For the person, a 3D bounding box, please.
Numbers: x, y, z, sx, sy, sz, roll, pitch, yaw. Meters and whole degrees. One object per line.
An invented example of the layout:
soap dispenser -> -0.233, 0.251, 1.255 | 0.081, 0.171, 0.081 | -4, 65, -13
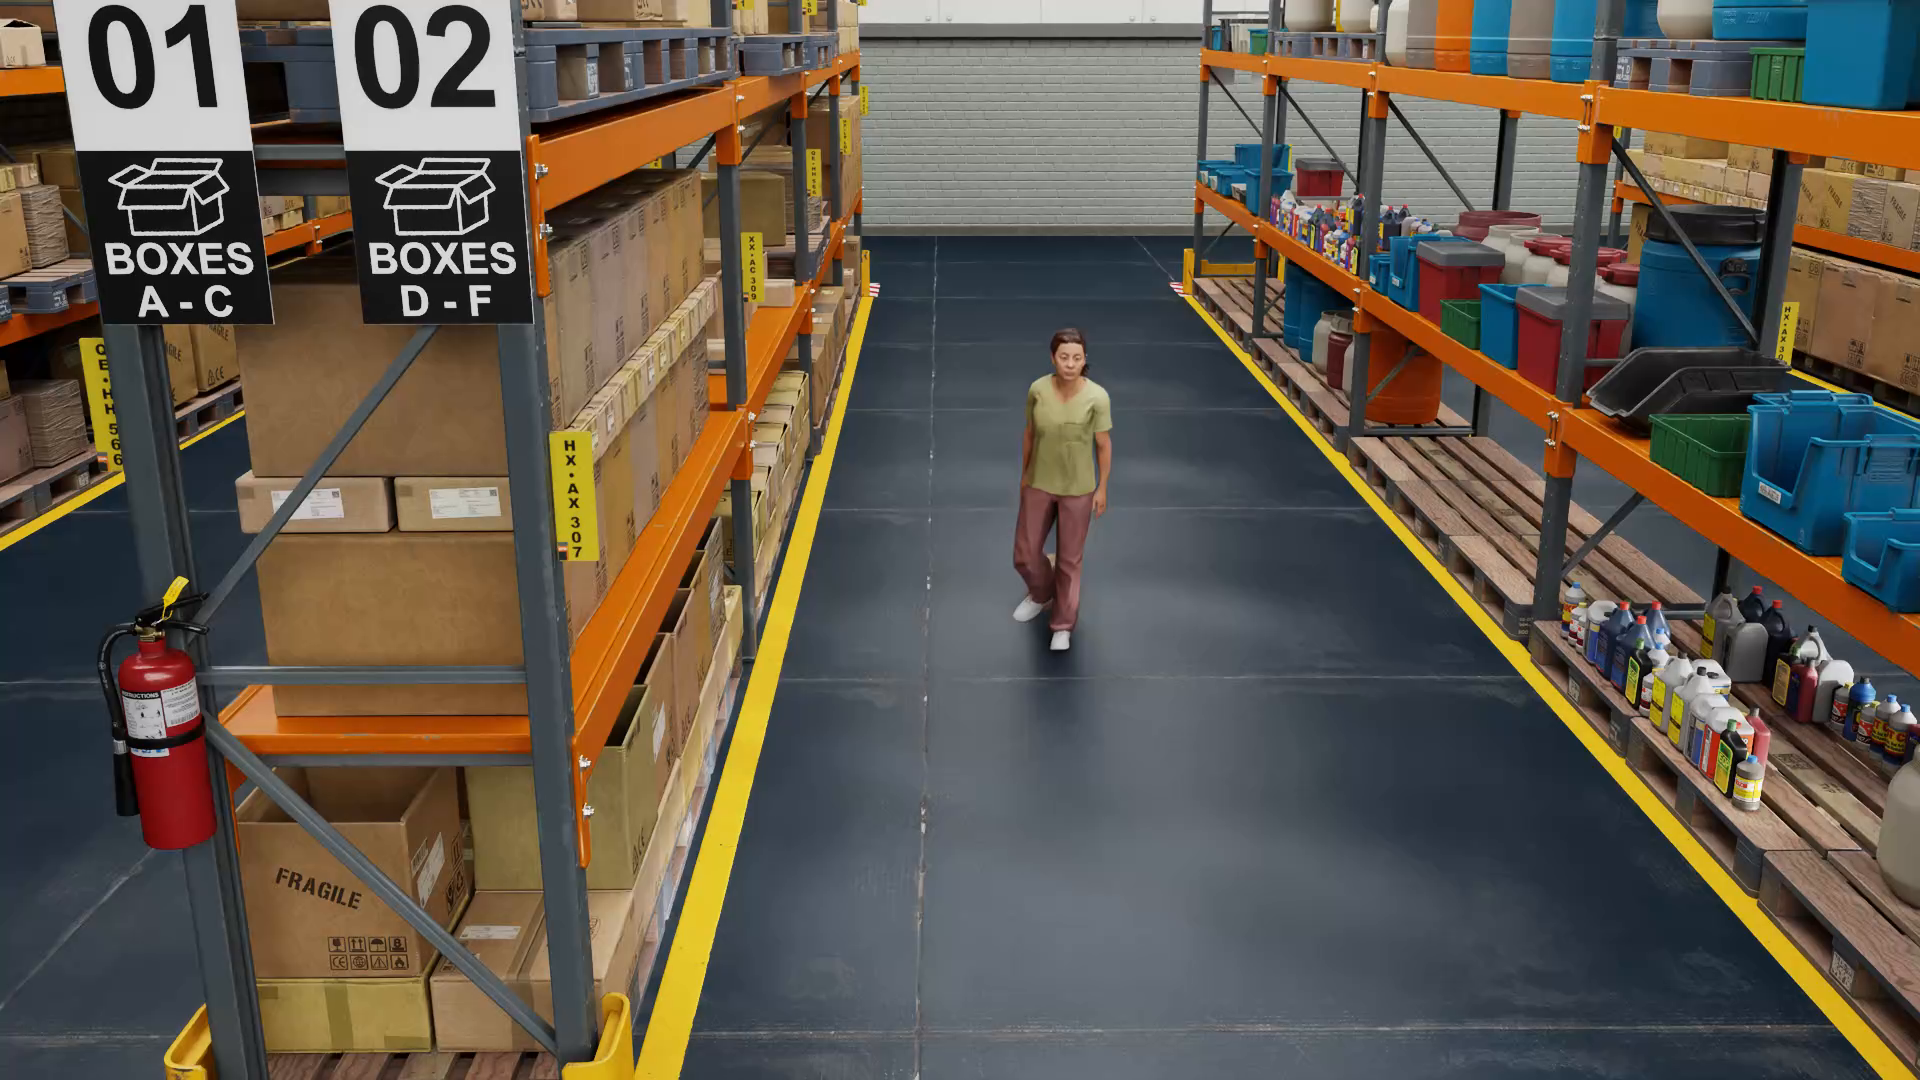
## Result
person -> 0.514, -0.266, 8.386 | 0.513, 1.661, 0.479 | 5, 18, 14
